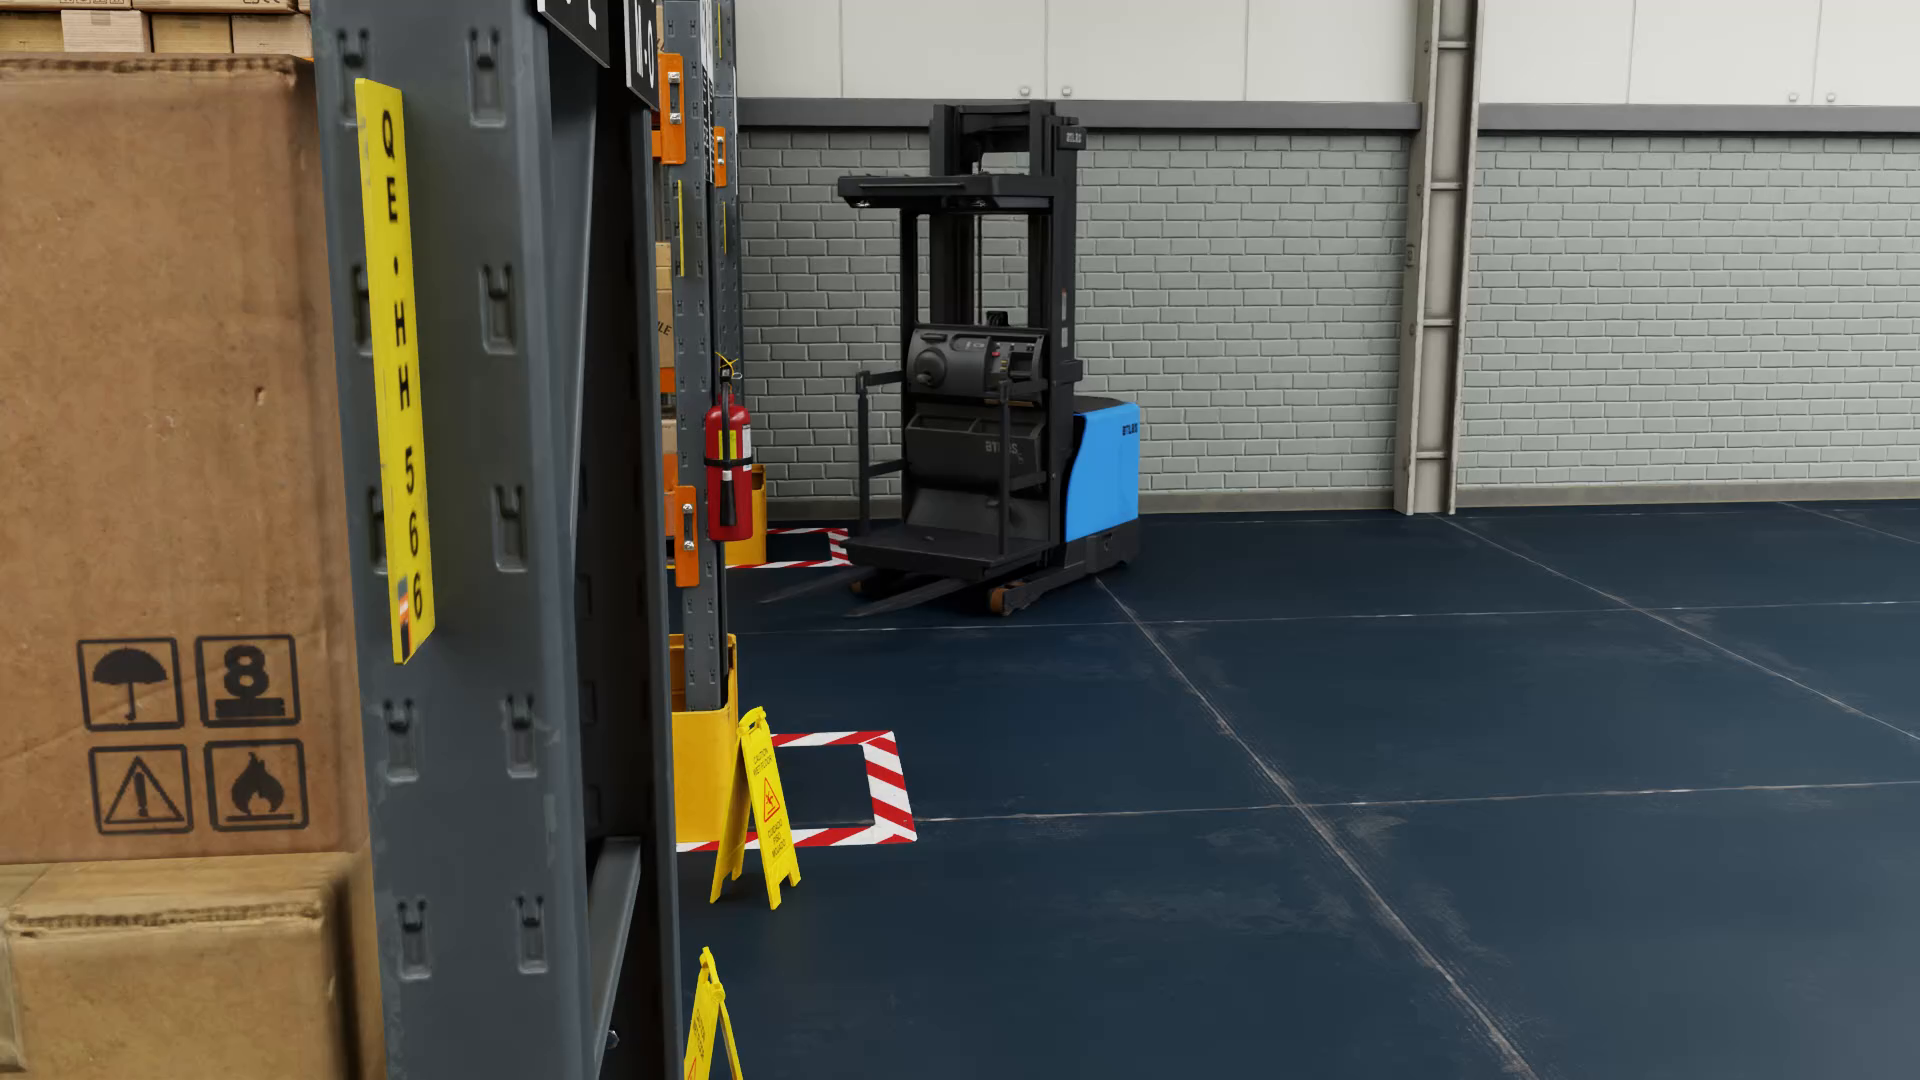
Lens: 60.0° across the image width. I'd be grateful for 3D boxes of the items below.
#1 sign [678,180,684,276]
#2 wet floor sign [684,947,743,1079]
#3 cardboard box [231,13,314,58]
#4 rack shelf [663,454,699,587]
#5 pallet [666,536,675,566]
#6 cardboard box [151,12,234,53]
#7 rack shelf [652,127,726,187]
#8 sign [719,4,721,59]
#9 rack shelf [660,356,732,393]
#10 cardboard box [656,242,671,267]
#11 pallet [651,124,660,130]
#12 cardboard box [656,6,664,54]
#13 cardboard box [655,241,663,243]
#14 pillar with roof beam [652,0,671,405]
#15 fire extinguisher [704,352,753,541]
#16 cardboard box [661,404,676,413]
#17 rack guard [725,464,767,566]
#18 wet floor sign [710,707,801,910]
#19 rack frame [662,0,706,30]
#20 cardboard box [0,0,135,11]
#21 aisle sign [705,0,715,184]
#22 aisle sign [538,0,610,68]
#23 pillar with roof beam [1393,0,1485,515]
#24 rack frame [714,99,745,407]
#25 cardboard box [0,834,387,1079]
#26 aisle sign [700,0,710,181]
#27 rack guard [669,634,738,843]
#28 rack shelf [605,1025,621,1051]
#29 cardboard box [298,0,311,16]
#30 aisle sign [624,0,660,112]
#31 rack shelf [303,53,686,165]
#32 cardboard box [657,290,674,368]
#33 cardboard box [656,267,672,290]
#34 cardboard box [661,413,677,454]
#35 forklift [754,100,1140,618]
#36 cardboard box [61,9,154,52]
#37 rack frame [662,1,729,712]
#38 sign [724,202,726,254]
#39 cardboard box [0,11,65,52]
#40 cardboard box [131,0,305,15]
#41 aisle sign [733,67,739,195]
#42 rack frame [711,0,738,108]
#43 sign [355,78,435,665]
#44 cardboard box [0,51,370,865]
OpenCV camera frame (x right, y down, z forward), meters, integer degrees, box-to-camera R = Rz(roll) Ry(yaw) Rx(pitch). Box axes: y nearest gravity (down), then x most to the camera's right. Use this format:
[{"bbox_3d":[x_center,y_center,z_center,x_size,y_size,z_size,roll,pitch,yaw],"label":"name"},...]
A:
[{"bbox_3d":[-0.966,-1.080,5.766,0.005,0.325,0.100,-1,11,-6],"label":"sign"},{"bbox_3d":[-0.556,1.258,3.795,0.232,0.644,0.267,-3,12,-16],"label":"wet floor sign"},{"bbox_3d":[-2.344,-1.734,5.788,0.250,0.149,0.380,-1,11,-7],"label":"cardboard box"},{"bbox_3d":[-2.995,-0.069,6.309,4.000,0.370,1.077,-1,11,-6],"label":"rack shelf"},{"bbox_3d":[-2.302,-0.024,11.440,1.213,0.211,1.003,-1,11,-6],"label":"pallet"},{"bbox_3d":[-2.607,-1.730,5.767,0.250,0.149,0.380,-2,11,-8],"label":"cardboard box"},{"bbox_3d":[-3.534,-2.493,10.861,4.000,0.370,1.077,-1,11,-6],"label":"rack shelf"},{"bbox_3d":[-1.501,-3.179,10.395,0.005,0.325,0.100,-1,11,-6],"label":"sign"},{"bbox_3d":[-3.534,-1.021,11.151,4.000,0.370,1.077,-1,11,-6],"label":"rack shelf"},{"bbox_3d":[-1.879,-1.881,10.949,0.250,0.149,0.380,-1,11,-6],"label":"cardboard box"},{"bbox_3d":[-2.252,-2.834,10.963,1.213,0.211,1.003,-1,11,-6],"label":"pallet"},{"bbox_3d":[-1.960,-3.136,10.659,0.500,0.500,0.500,-1,11,-4],"label":"cardboard box"},{"bbox_3d":[-2.174,-1.969,11.398,0.250,0.149,0.380,-1,11,-4],"label":"cardboard box"},{"bbox_3d":[-1.871,-3.692,7.320,0.400,9.000,9.100,-1,11,-6],"label":"pillar with roof beam"},{"bbox_3d":[-0.843,-0.340,6.022,0.183,0.674,0.296,-1,11,-6],"label":"fire extinguisher"},{"bbox_3d":[-2.044,-0.789,11.555,0.500,0.250,0.500,-1,11,-7],"label":"cardboard box"},{"bbox_3d":[-1.522,-0.190,11.537,0.348,0.500,1.175,-1,11,-6],"label":"rack guard"},{"bbox_3d":[-0.702,0.893,5.655,0.232,0.644,0.267,3,11,14],"label":"wet floor sign"},{"bbox_3d":[-1.006,-3.408,5.873,0.127,3.000,1.000,-1,11,-6],"label":"rack frame"},{"bbox_3d":[-3.003,-1.913,5.663,0.500,0.250,0.500,-1,11,-6],"label":"cardboard box"},{"bbox_3d":[-0.978,-1.800,6.510,0.004,0.787,0.394,-1,11,-6],"label":"aisle sign"},{"bbox_3d":[-0.268,-0.736,1.098,0.004,0.787,0.394,-1,11,-6],"label":"aisle sign"},{"bbox_3d":[4.094,-3.817,7.956,0.400,9.000,9.100,-1,11,-6],"label":"pillar with roof beam"},{"bbox_3d":[-1.546,-1.416,11.293,0.127,3.000,1.000,-1,11,-6],"label":"rack frame"},{"bbox_3d":[-0.735,0.426,1.536,0.550,0.550,0.875,-1,11,-6],"label":"cardboard box"},{"bbox_3d":[-0.913,-1.685,5.924,0.004,0.787,0.394,-1,11,-6],"label":"aisle sign"},{"bbox_3d":[-1.082,0.764,6.685,0.348,0.500,1.175,-1,11,-6],"label":"rack guard"},{"bbox_3d":[-2.360,0.878,1.491,4.000,0.370,1.077,-1,11,-6],"label":"rack shelf"},{"bbox_3d":[-1.988,-1.938,5.792,0.500,0.250,0.500,-1,11,-7],"label":"cardboard box"},{"bbox_3d":[-0.333,-0.851,1.683,0.004,0.787,0.394,-1,11,-6],"label":"aisle sign"},{"bbox_3d":[-2.995,-1.541,6.020,4.000,0.370,1.077,-1,11,-6],"label":"rack shelf"},{"bbox_3d":[-2.007,-1.404,10.975,0.500,0.500,0.500,-1,11,-7],"label":"cardboard box"},{"bbox_3d":[-1.860,-1.722,10.911,0.250,0.149,0.380,-1,11,-5],"label":"cardboard box"},{"bbox_3d":[-1.970,-0.694,11.068,0.500,0.250,0.500,-1,11,-4],"label":"cardboard box"},{"bbox_3d":[-0.022,-1.099,9.859,1.130,2.935,3.031,7,13,32],"label":"forklift"},{"bbox_3d":[-2.853,-1.711,5.670,0.250,0.149,0.380,-1,11,-7],"label":"cardboard box"},{"bbox_3d":[-1.006,-0.464,6.452,0.127,3.000,1.000,-1,11,-6],"label":"rack frame"},{"bbox_3d":[-1.501,-1.996,10.628,0.005,0.325,0.100,-1,11,-6],"label":"sign"},{"bbox_3d":[-3.111,-1.721,5.719,0.250,0.149,0.380,-1,11,-6],"label":"cardboard box"},{"bbox_3d":[-2.501,-1.924,5.719,0.500,0.250,0.500,-1,11,-4],"label":"cardboard box"},{"bbox_3d":[-1.449,-2.636,10.763,0.004,0.787,0.394,-1,11,-6],"label":"aisle sign"},{"bbox_3d":[-1.546,-4.359,10.714,0.127,3.000,1.000,-1,11,-6],"label":"rack frame"},{"bbox_3d":[-0.326,-0.097,0.968,0.005,0.325,0.100,-1,11,-6],"label":"sign"},{"bbox_3d":[-0.744,-0.120,1.513,0.550,0.550,0.875,-1,11,-6],"label":"cardboard box"}]
